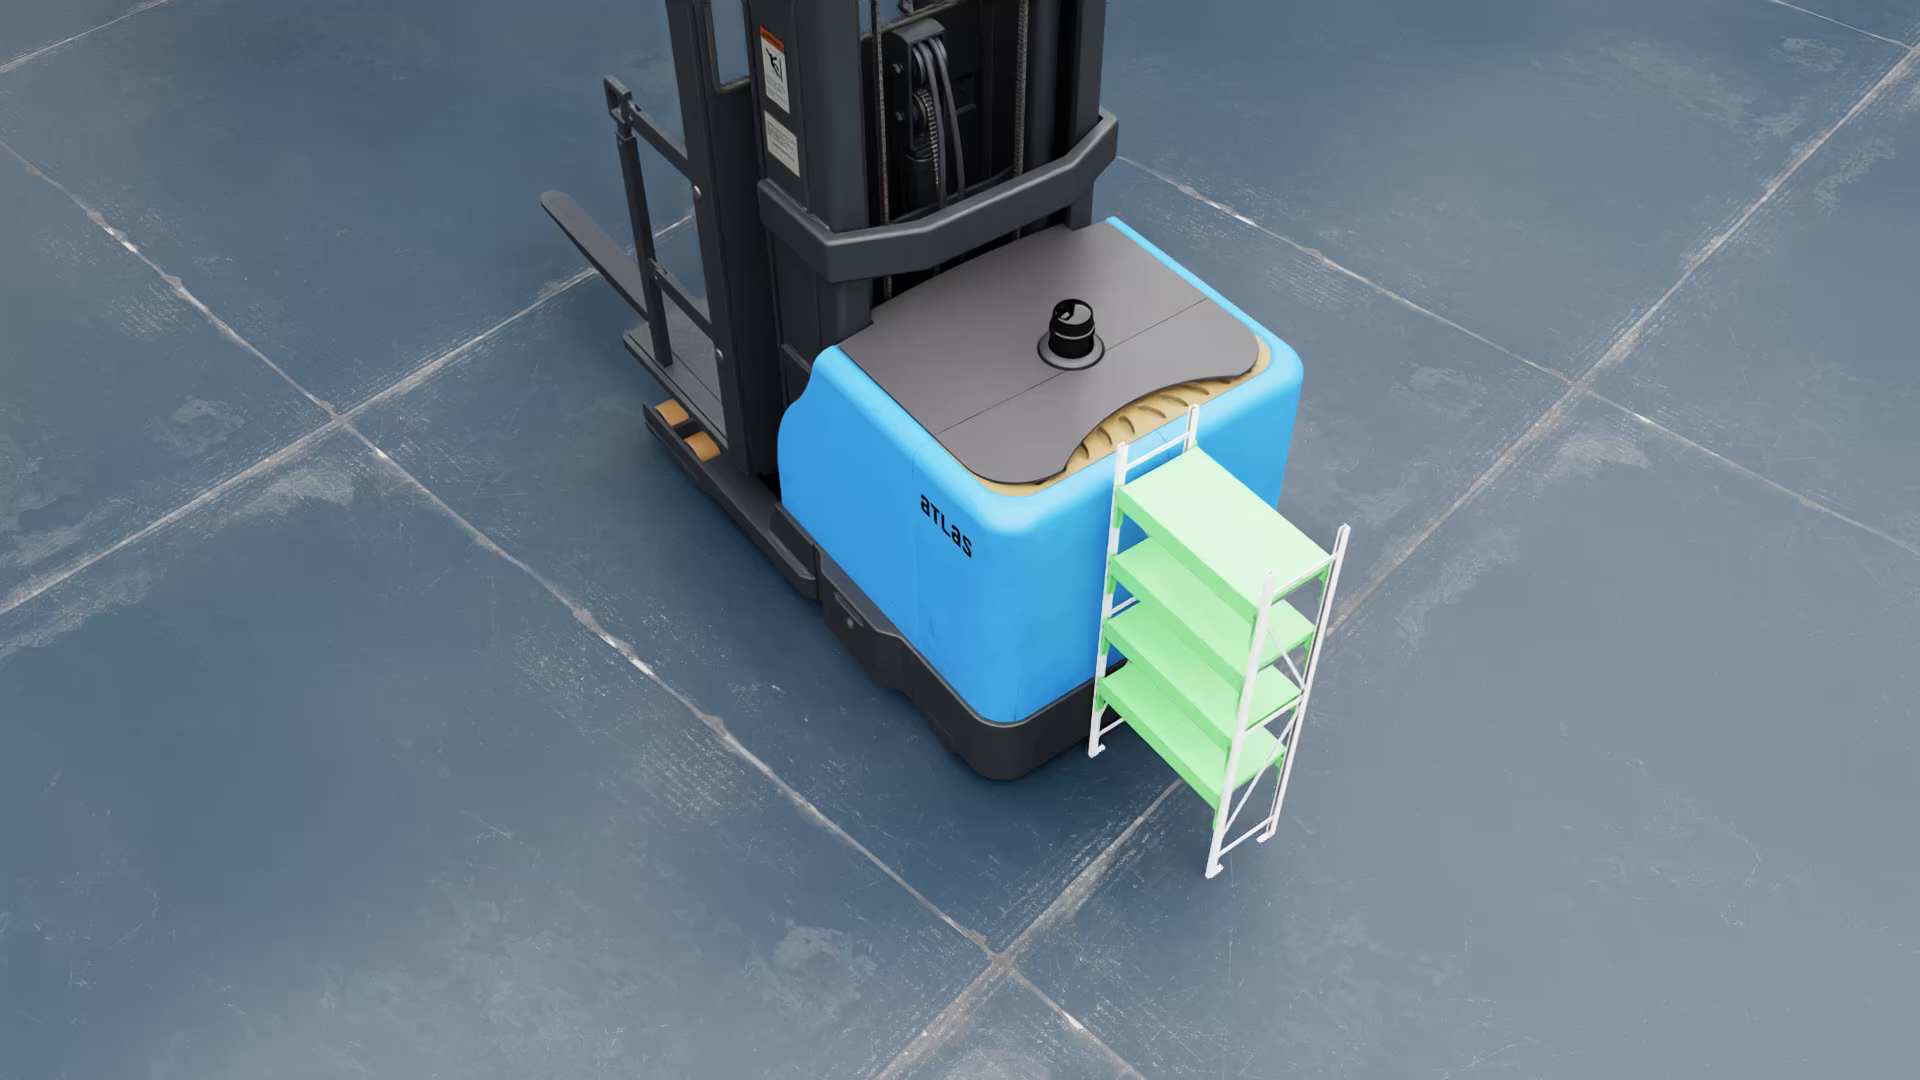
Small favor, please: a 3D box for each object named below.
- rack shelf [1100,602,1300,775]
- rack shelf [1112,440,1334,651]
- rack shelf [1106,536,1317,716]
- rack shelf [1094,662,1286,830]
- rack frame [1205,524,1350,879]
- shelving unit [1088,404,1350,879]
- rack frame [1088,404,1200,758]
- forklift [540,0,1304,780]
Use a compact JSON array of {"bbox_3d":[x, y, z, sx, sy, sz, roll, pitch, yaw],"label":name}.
[{"bbox_3d":[0.606,0.333,4.202,0.258,0.148,0.480,-28,53,-24],"label":"rack shelf"},{"bbox_3d":[0.606,0.005,3.852,0.258,0.148,0.480,-28,53,-24],"label":"rack shelf"},{"bbox_3d":[0.606,0.169,4.027,0.258,0.148,0.480,-28,53,-24],"label":"rack shelf"},{"bbox_3d":[0.606,0.497,4.377,0.258,0.148,0.480,-28,53,-24],"label":"rack shelf"},{"bbox_3d":[0.751,0.433,4.021,0.240,1.200,0.015,-28,53,-24],"label":"rack frame"},{"bbox_3d":[0.606,0.289,4.155,0.258,1.200,0.503,-28,53,-24],"label":"shelving unit"},{"bbox_3d":[0.461,0.146,4.289,0.240,1.200,0.015,-28,53,-24],"label":"rack frame"},{"bbox_3d":[-0.385,-1.383,4.538,1.130,2.935,3.031,-28,53,-24],"label":"forklift"}]
